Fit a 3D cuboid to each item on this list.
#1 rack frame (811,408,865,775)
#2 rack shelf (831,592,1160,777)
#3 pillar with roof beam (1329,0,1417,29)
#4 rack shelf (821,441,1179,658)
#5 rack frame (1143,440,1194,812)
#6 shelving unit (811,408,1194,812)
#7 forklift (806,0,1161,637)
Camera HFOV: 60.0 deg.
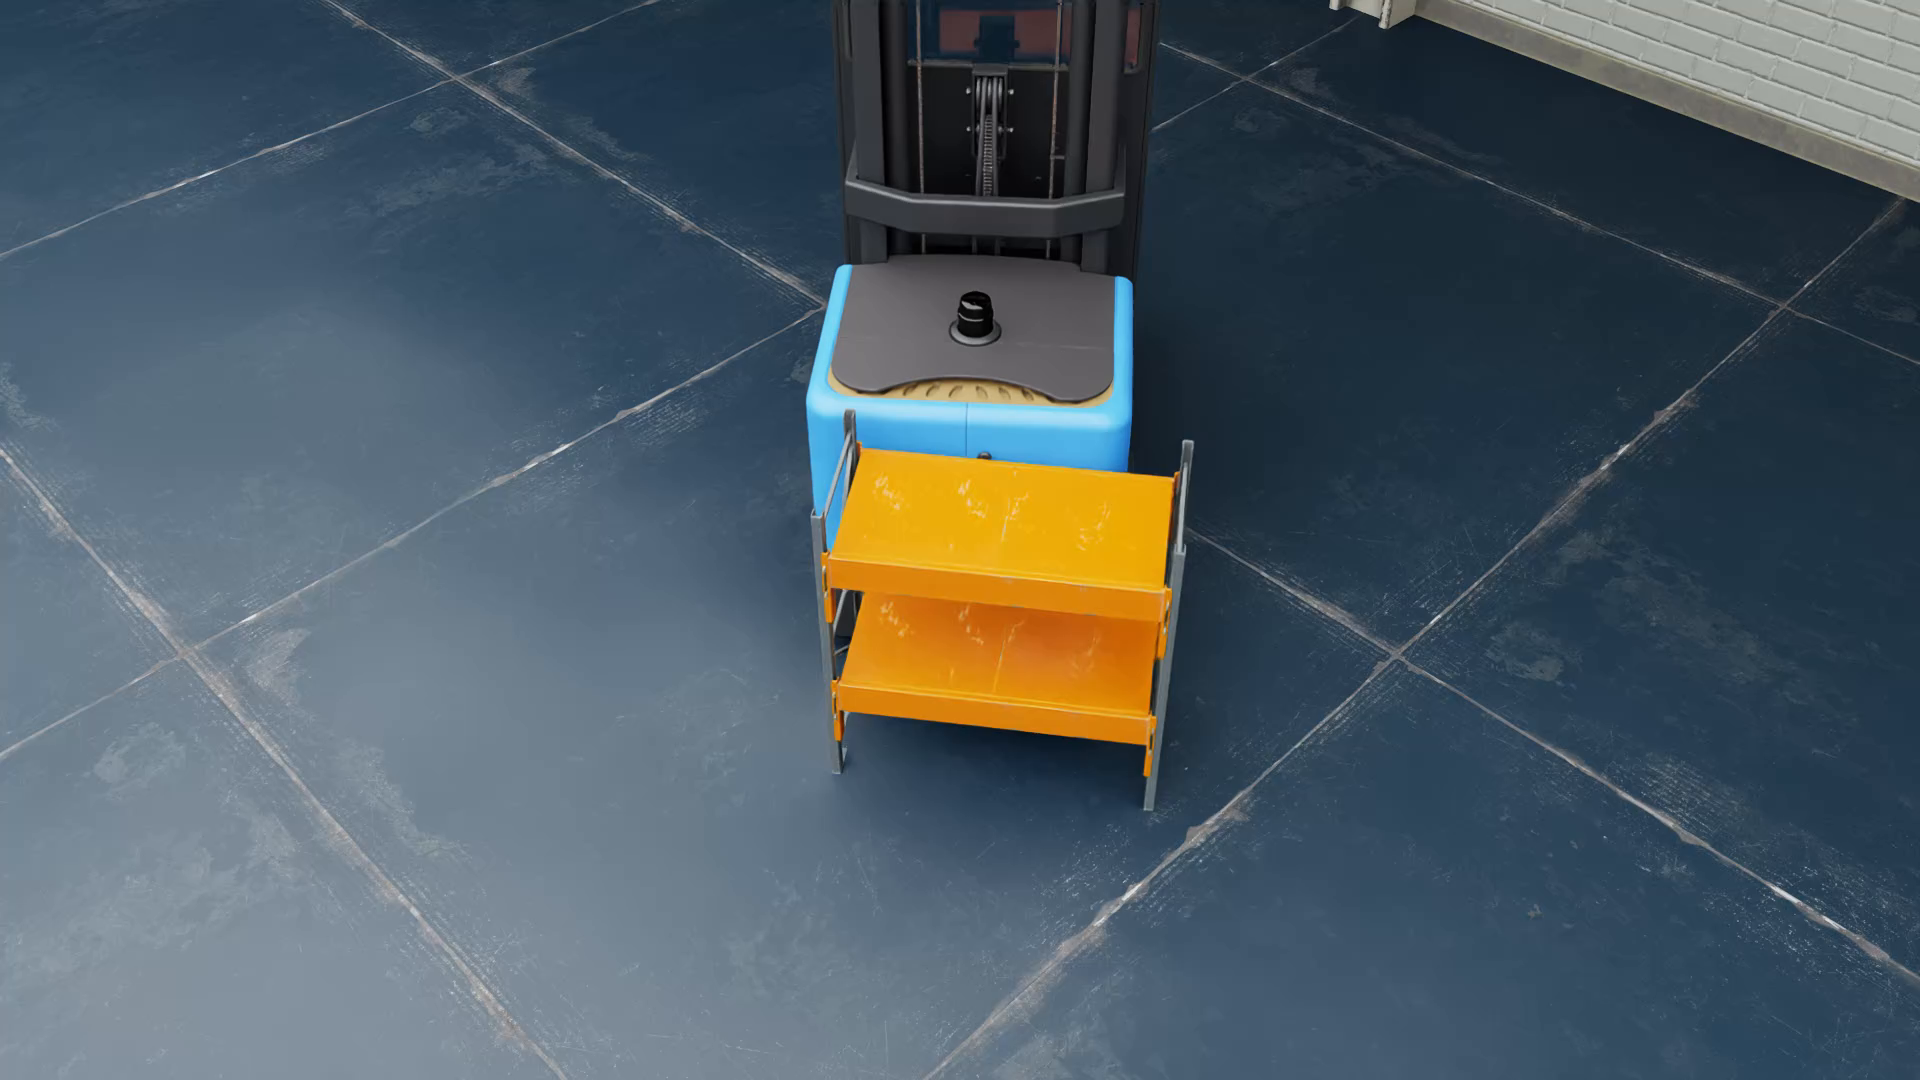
[{"bbox_3d":[-0.367,0.184,5.222,0.032,1.125,0.500,6,43,6],"label":"rack frame"},{"bbox_3d":[0.135,0.414,5.333,1.000,0.278,0.538,6,43,6],"label":"rack shelf"},{"bbox_3d":[-0.679,-4.285,4.257,9.100,9.000,0.400,-34,53,-31],"label":"pillar with roof beam"},{"bbox_3d":[0.135,0.020,4.969,1.000,0.278,0.538,6,43,6],"label":"rack shelf"},{"bbox_3d":[0.638,0.286,5.112,0.032,1.125,0.500,6,43,6],"label":"rack frame"},{"bbox_3d":[0.135,0.235,5.167,1.048,1.125,0.538,6,43,6],"label":"shelving unit"},{"bbox_3d":[0.136,-1.691,5.920,1.130,2.935,3.031,3,43,3],"label":"forklift"}]
